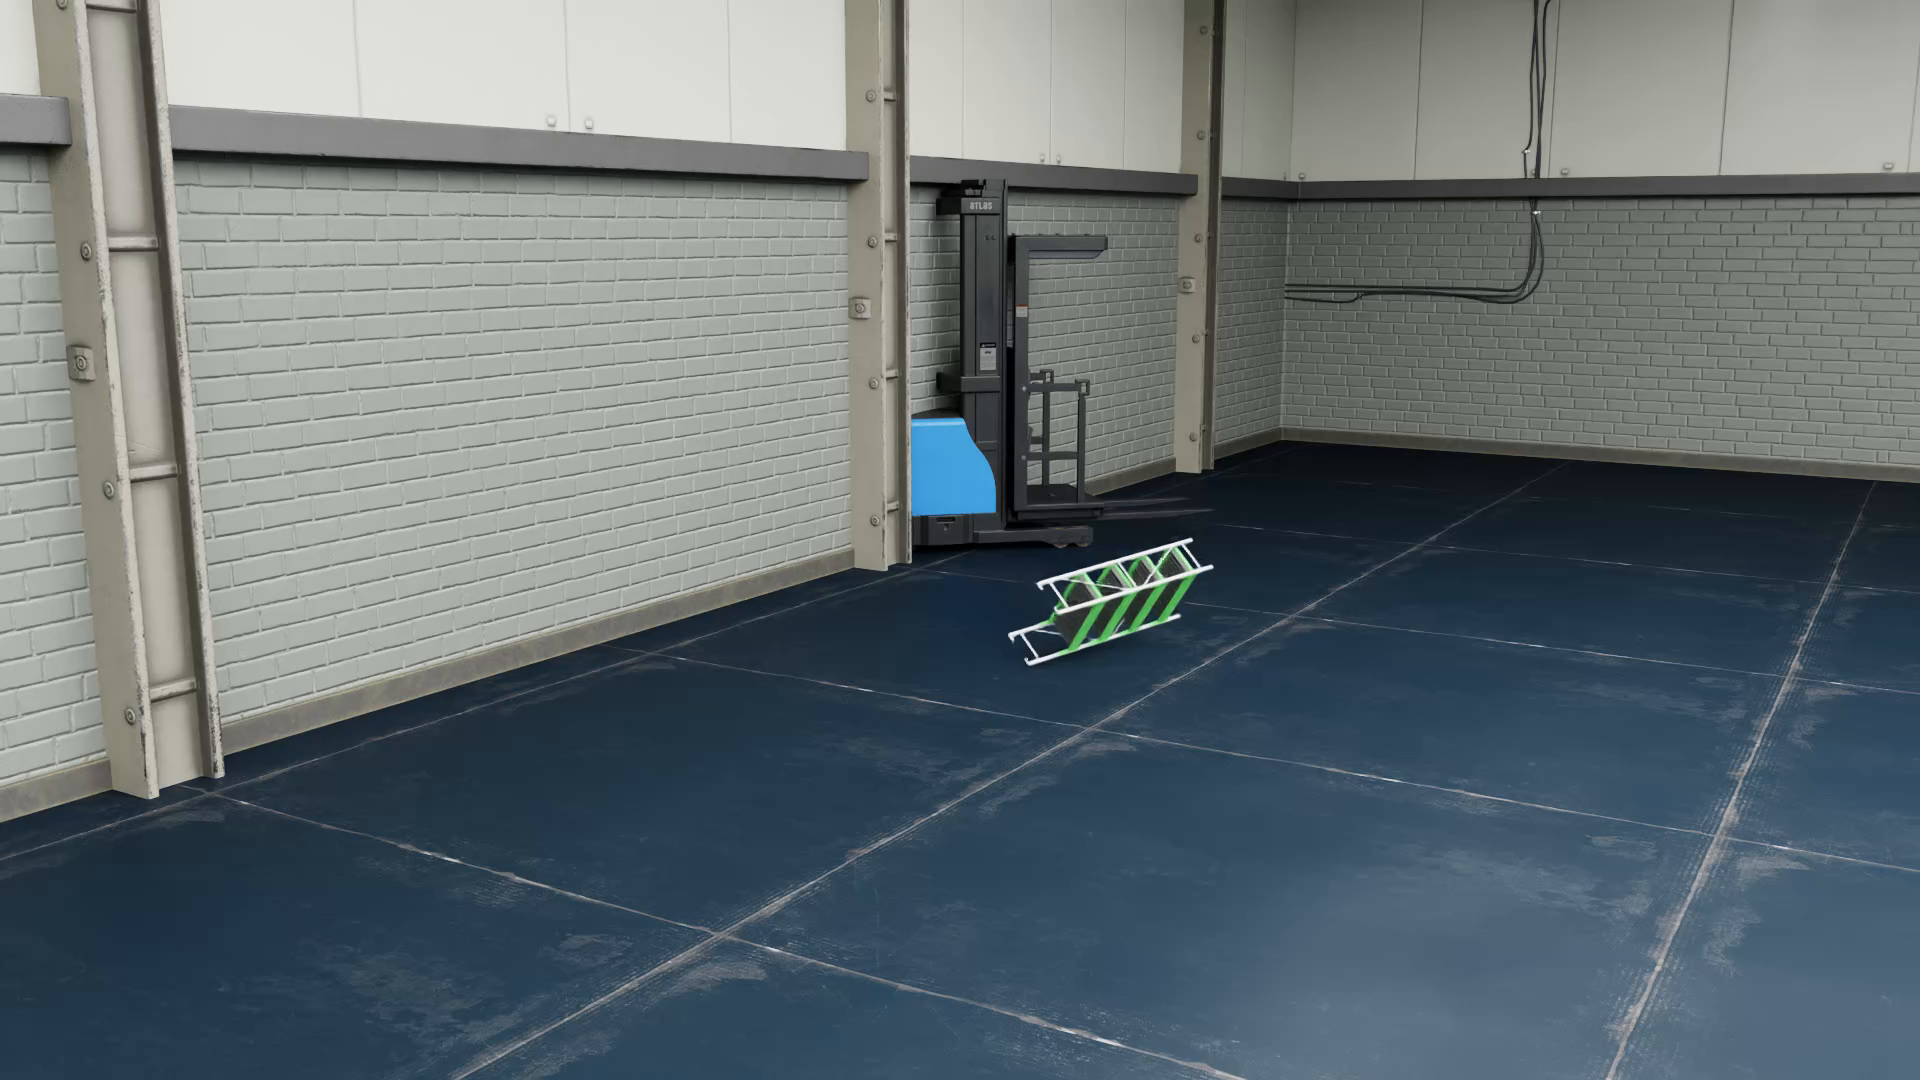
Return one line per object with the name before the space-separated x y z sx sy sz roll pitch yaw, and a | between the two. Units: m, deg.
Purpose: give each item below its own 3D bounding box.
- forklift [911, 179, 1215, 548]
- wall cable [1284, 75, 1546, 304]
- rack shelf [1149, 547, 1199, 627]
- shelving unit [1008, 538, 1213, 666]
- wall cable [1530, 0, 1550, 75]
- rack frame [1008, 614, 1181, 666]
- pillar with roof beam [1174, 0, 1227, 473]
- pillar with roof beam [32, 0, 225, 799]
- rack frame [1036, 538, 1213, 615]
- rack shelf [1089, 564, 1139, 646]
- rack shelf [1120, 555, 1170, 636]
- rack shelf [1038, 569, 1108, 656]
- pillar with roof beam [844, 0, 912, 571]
forklift | 0.606 -1.468 13.745 3.031 2.935 1.130 -3 11 -14
wall cable | 5.170 -3.987 19.148 3.097 2.526 0.112 6 12 31
rack shelf | 1.244 0.276 10.178 0.148 0.480 0.258 -15 57 -33
shelving unit | 0.907 0.363 9.949 1.200 0.503 0.258 -15 57 -33
wall cable | 7.482 -6.211 17.303 3.097 2.526 0.112 6 12 31
rack frame | 0.831 0.519 10.120 1.200 0.015 0.240 -15 57 -33
pillar with roof beam | 6.189 -4.765 14.865 9.100 9.000 0.400 6 12 31
pillar with roof beam | -0.041 -2.878 4.784 9.100 9.000 0.400 6 12 31
rack frame | 0.984 0.207 9.777 1.200 0.015 0.240 -15 57 -33
rack shelf | 0.856 0.377 9.914 0.148 0.480 0.258 -15 57 -33
rack shelf | 1.050 0.326 10.046 0.148 0.480 0.258 -15 57 -33
rack shelf | 0.662 0.427 9.782 0.148 0.480 0.258 -15 57 -33
pillar with roof beam | 3.074 -3.821 9.825 9.100 9.000 0.400 6 12 31
